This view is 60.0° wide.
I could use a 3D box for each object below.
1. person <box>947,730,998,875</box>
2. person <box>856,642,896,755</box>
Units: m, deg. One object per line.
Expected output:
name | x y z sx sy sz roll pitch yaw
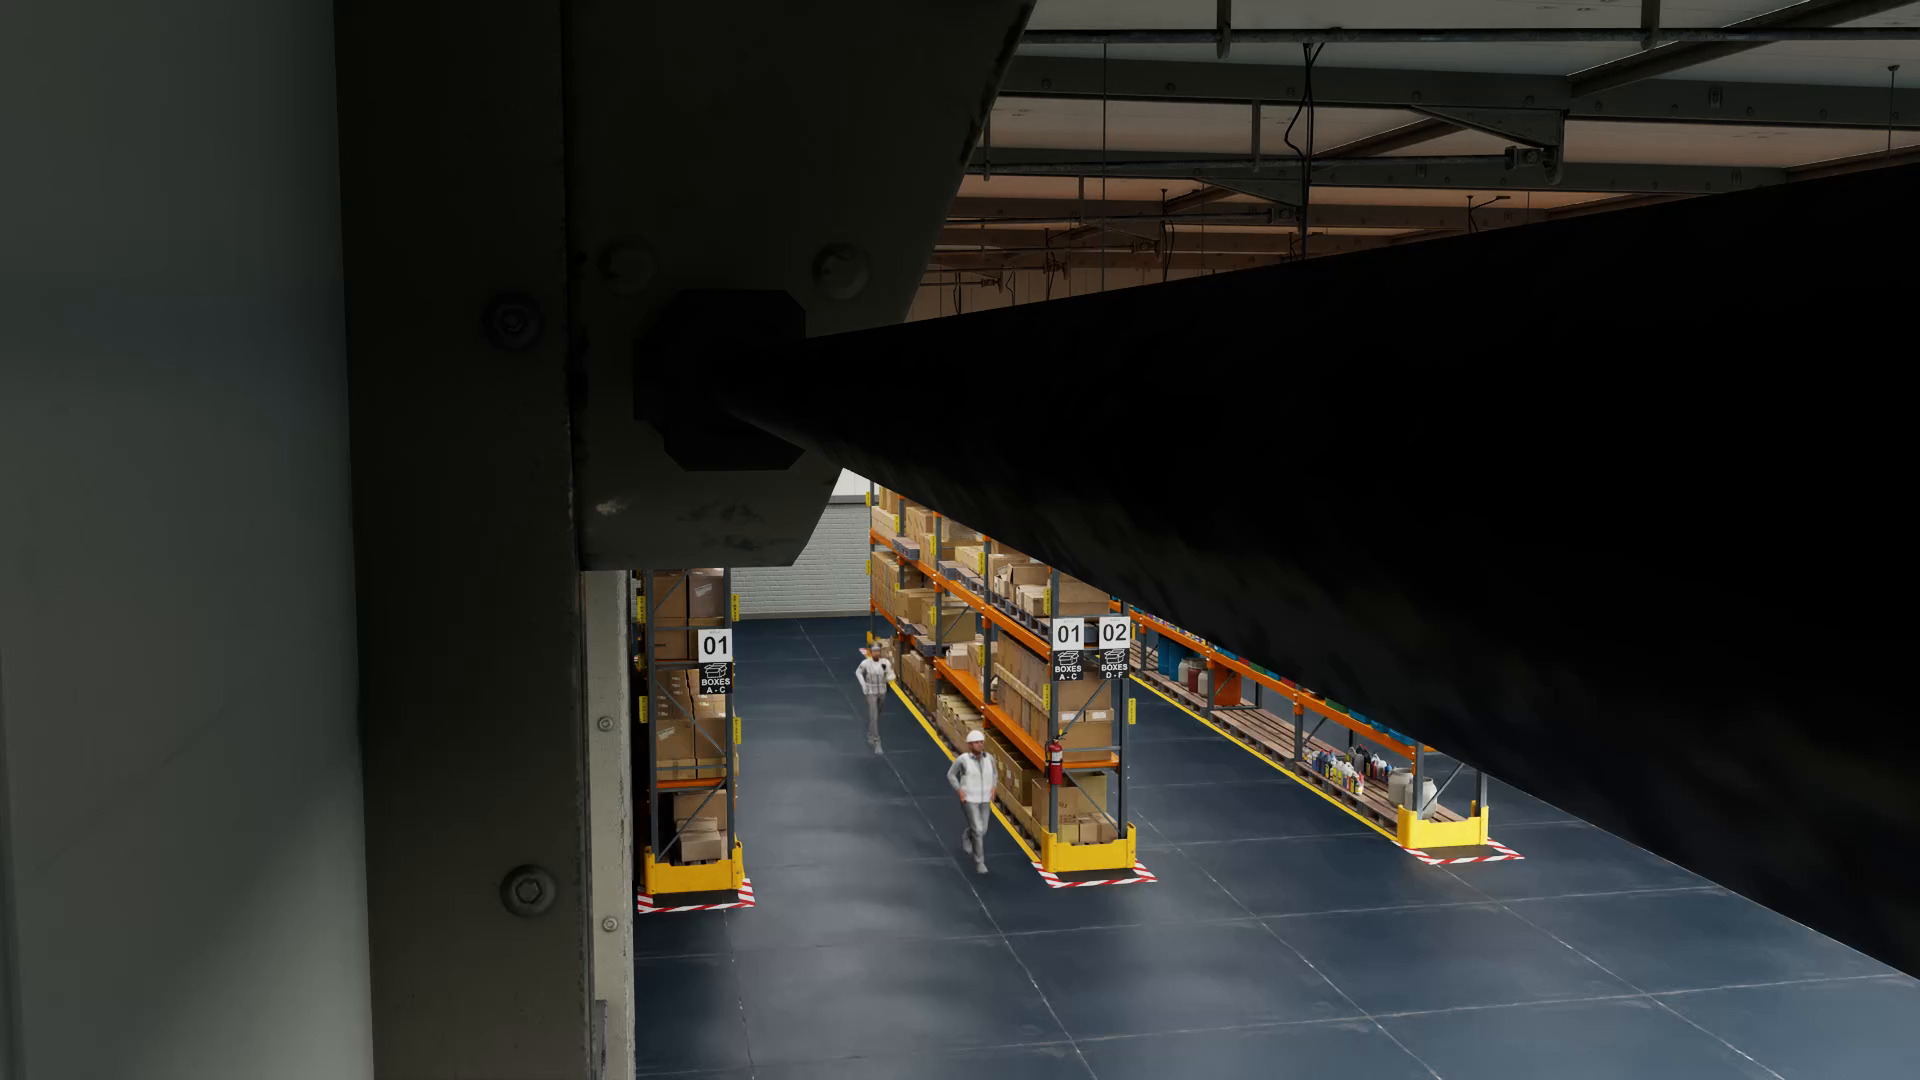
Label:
person | 0.180 3.274 21.050 0.669 1.773 0.784 -3 7 -27
person | -1.303 2.460 26.305 0.592 1.741 0.791 -2 6 -19
